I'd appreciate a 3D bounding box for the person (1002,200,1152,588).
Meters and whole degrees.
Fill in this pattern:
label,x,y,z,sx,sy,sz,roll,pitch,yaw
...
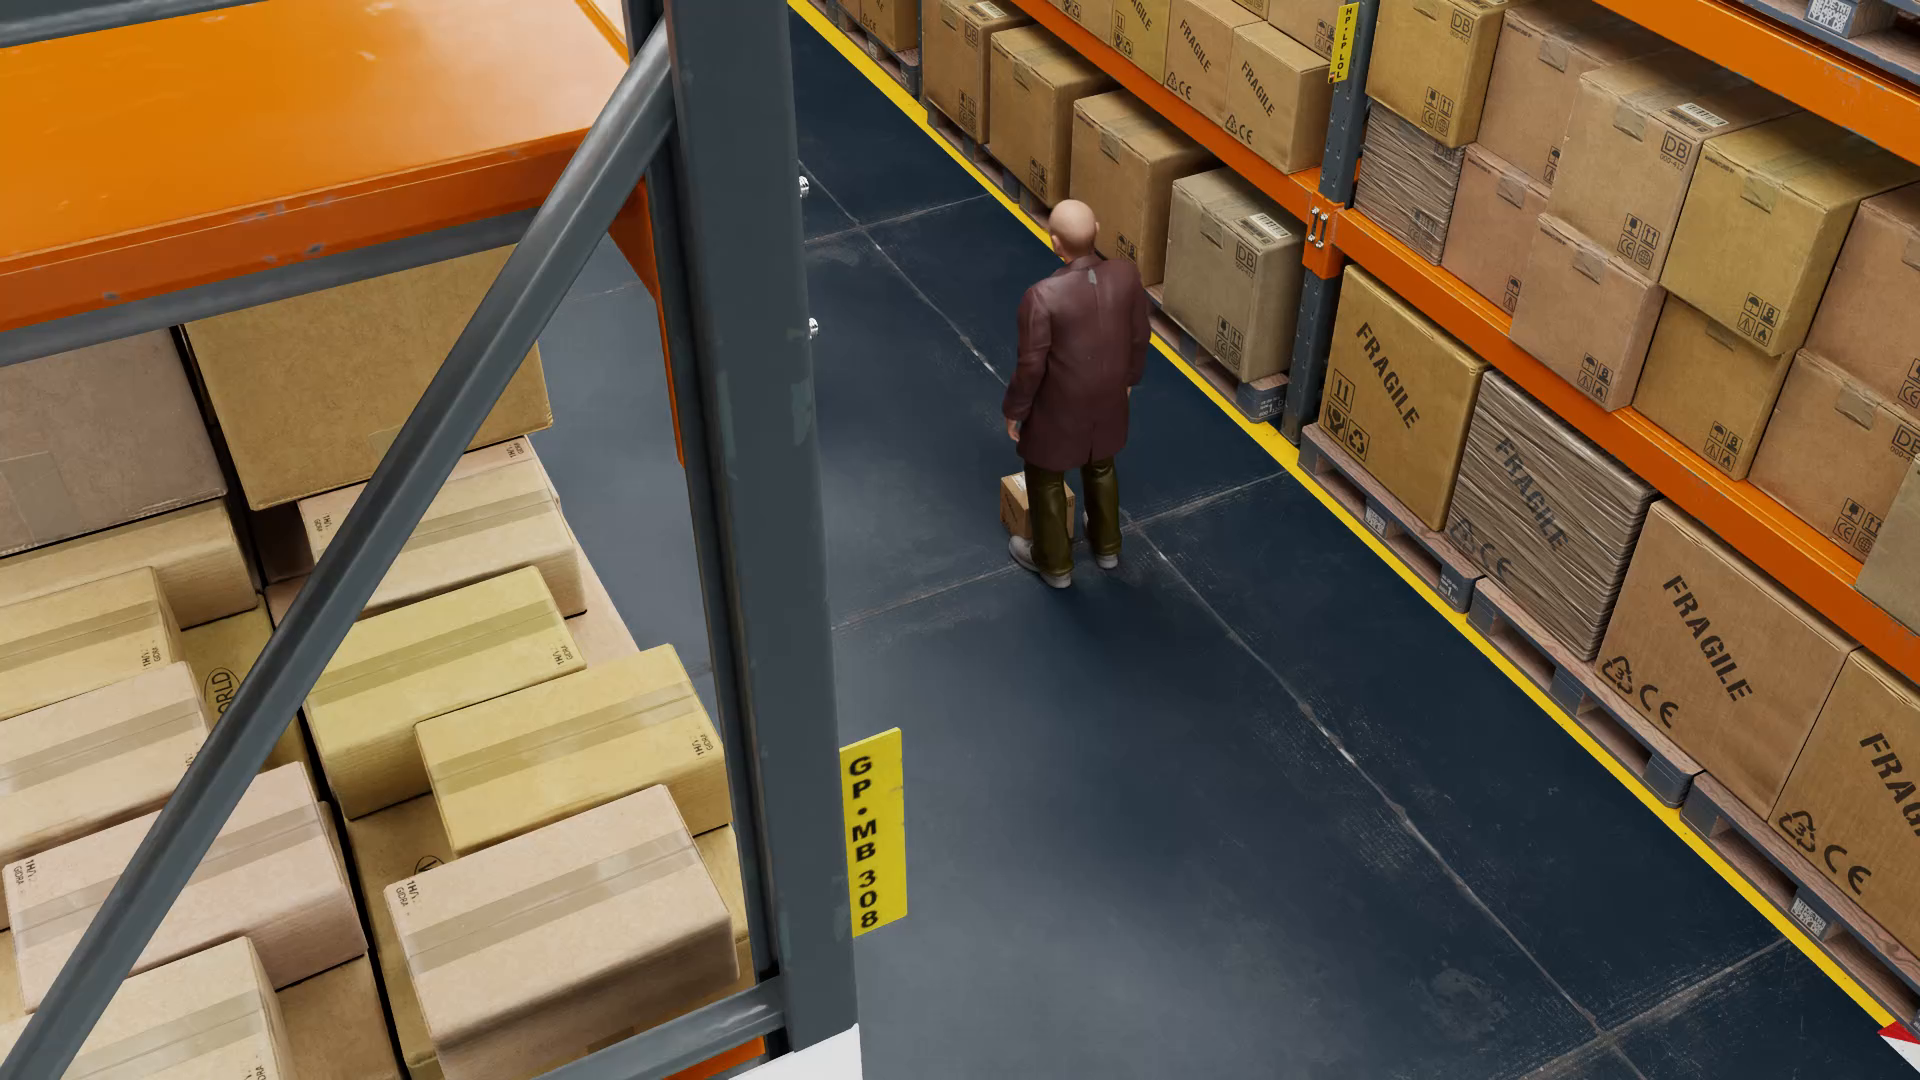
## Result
label,x,y,z,sx,sy,sz,roll,pitch,yaw
person,0.469,-0.582,6.845,0.643,1.774,0.424,-18,44,-20
